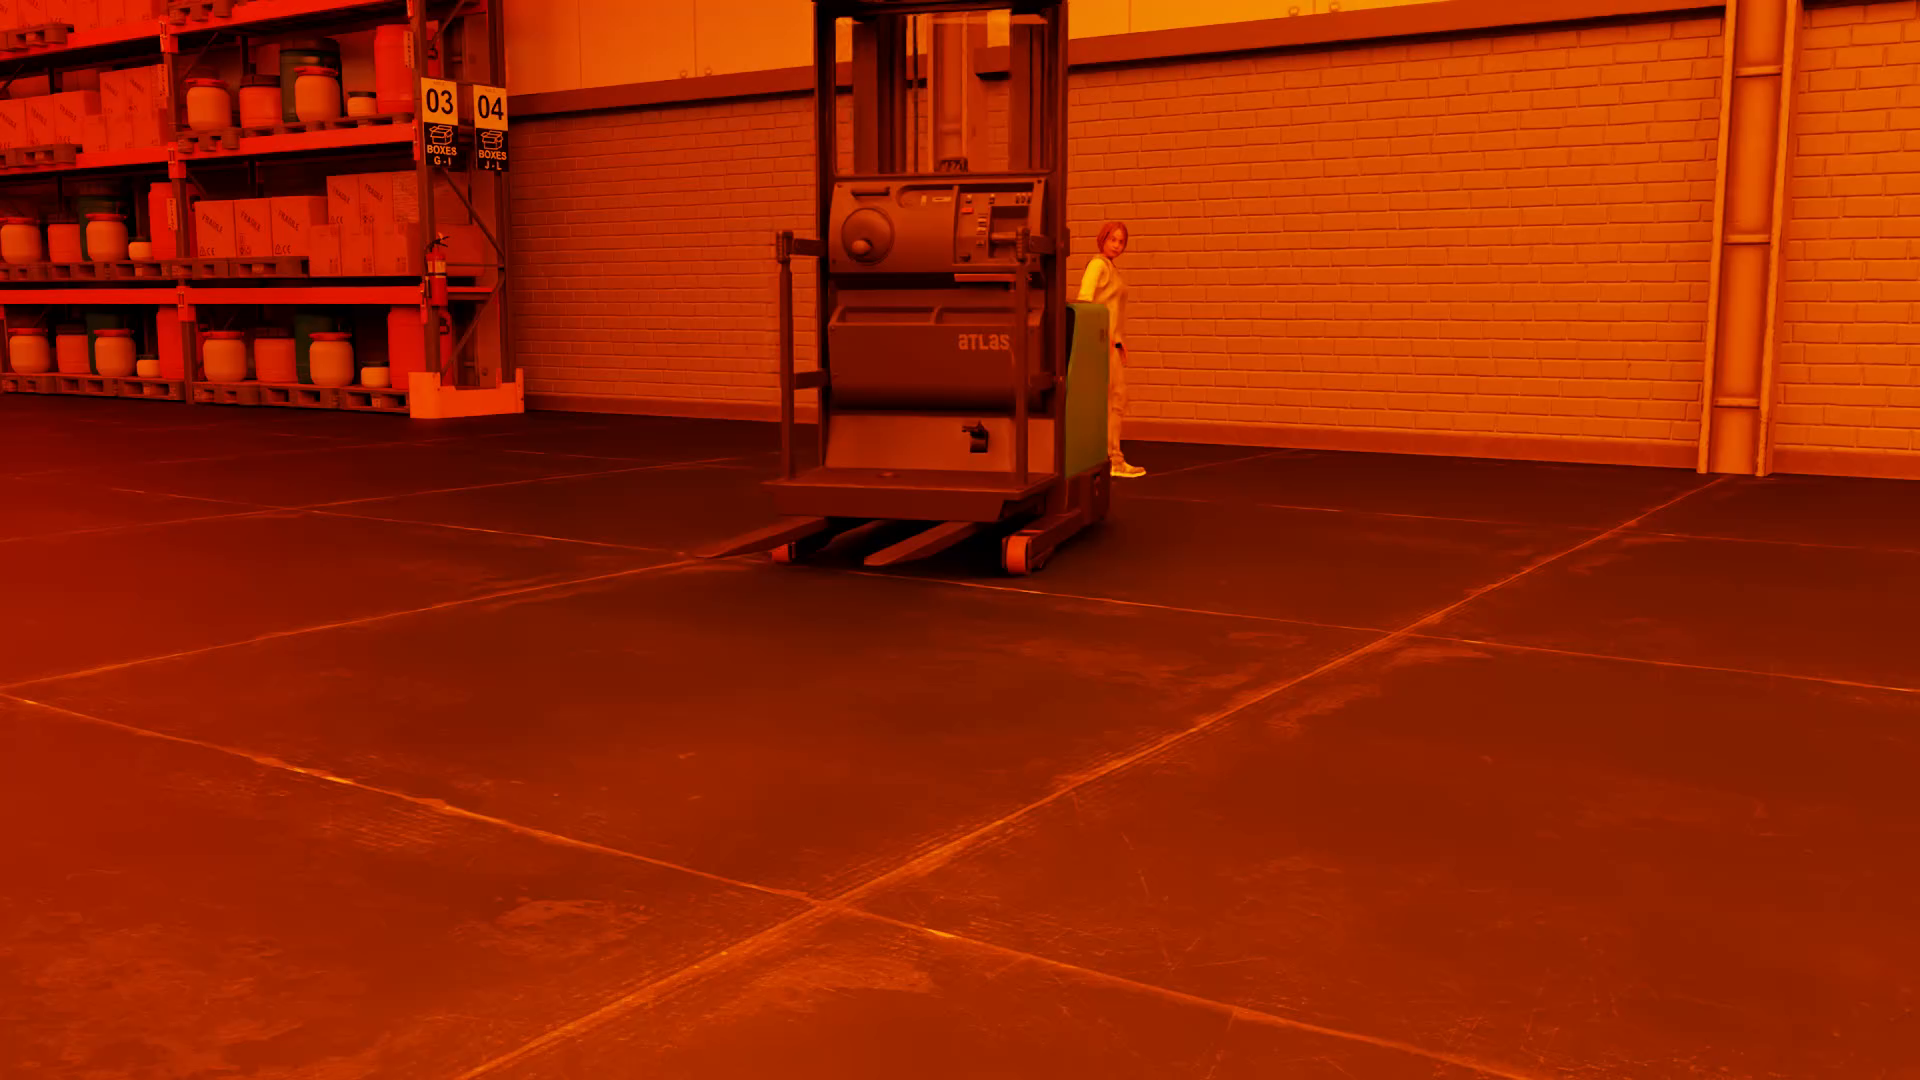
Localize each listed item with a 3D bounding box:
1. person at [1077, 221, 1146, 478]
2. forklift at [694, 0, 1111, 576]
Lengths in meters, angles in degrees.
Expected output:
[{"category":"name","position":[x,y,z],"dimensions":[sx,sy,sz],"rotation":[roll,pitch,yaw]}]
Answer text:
[{"category":"person","position":[0.948,-1.187,10.368],"dimensions":[0.453,1.580,0.622],"rotation":[1,8,8]},{"category":"forklift","position":[-0.159,-1.367,6.809],"dimensions":[1.130,2.935,3.031],"rotation":[2,8,16]}]
